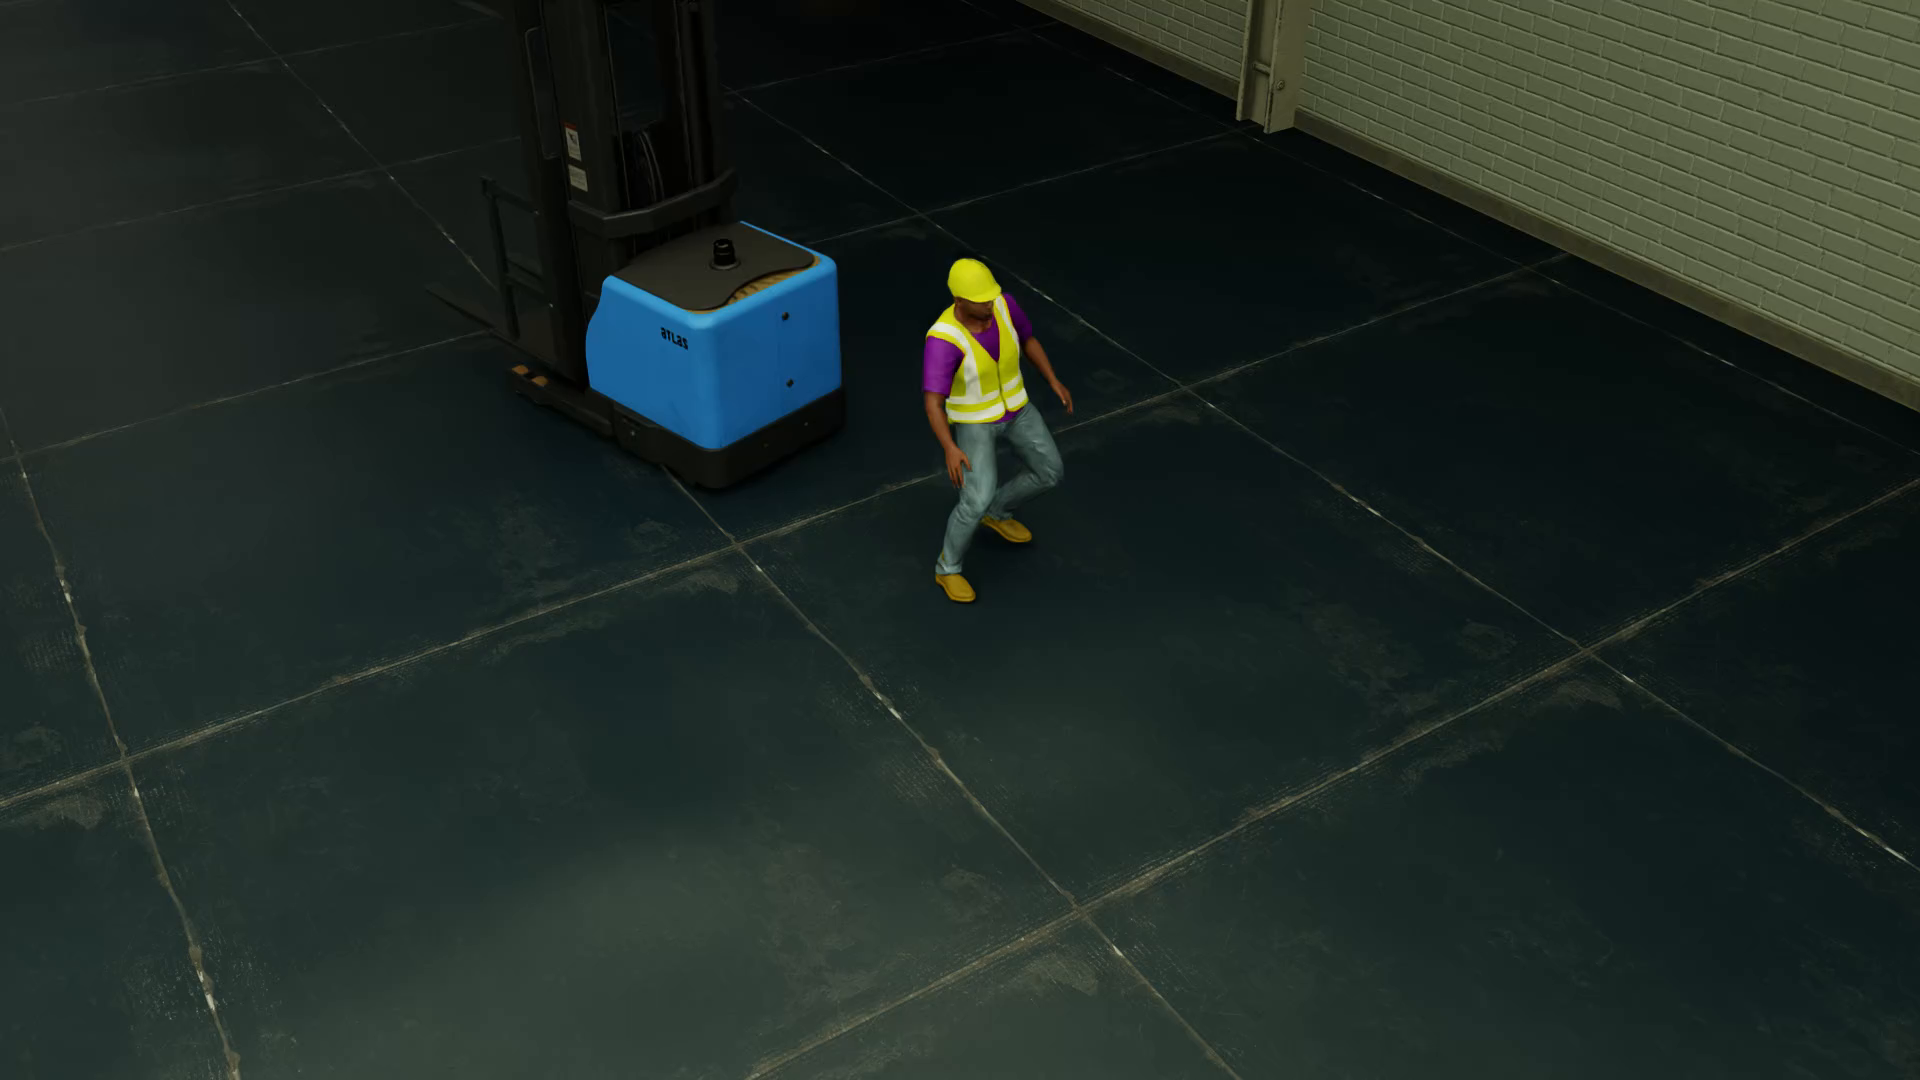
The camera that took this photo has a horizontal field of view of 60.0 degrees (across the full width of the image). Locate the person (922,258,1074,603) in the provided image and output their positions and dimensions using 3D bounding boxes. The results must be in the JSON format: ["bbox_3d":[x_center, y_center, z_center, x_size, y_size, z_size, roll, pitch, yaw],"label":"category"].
[{"bbox_3d":[0.142,-0.584,8.105,0.860,1.644,0.614,-25,42,-31],"label":"person"}]

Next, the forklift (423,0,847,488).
[{"bbox_3d":[-2.082,-2.200,9.278,3.031,2.935,1.130,27,43,33],"label":"forklift"}]
